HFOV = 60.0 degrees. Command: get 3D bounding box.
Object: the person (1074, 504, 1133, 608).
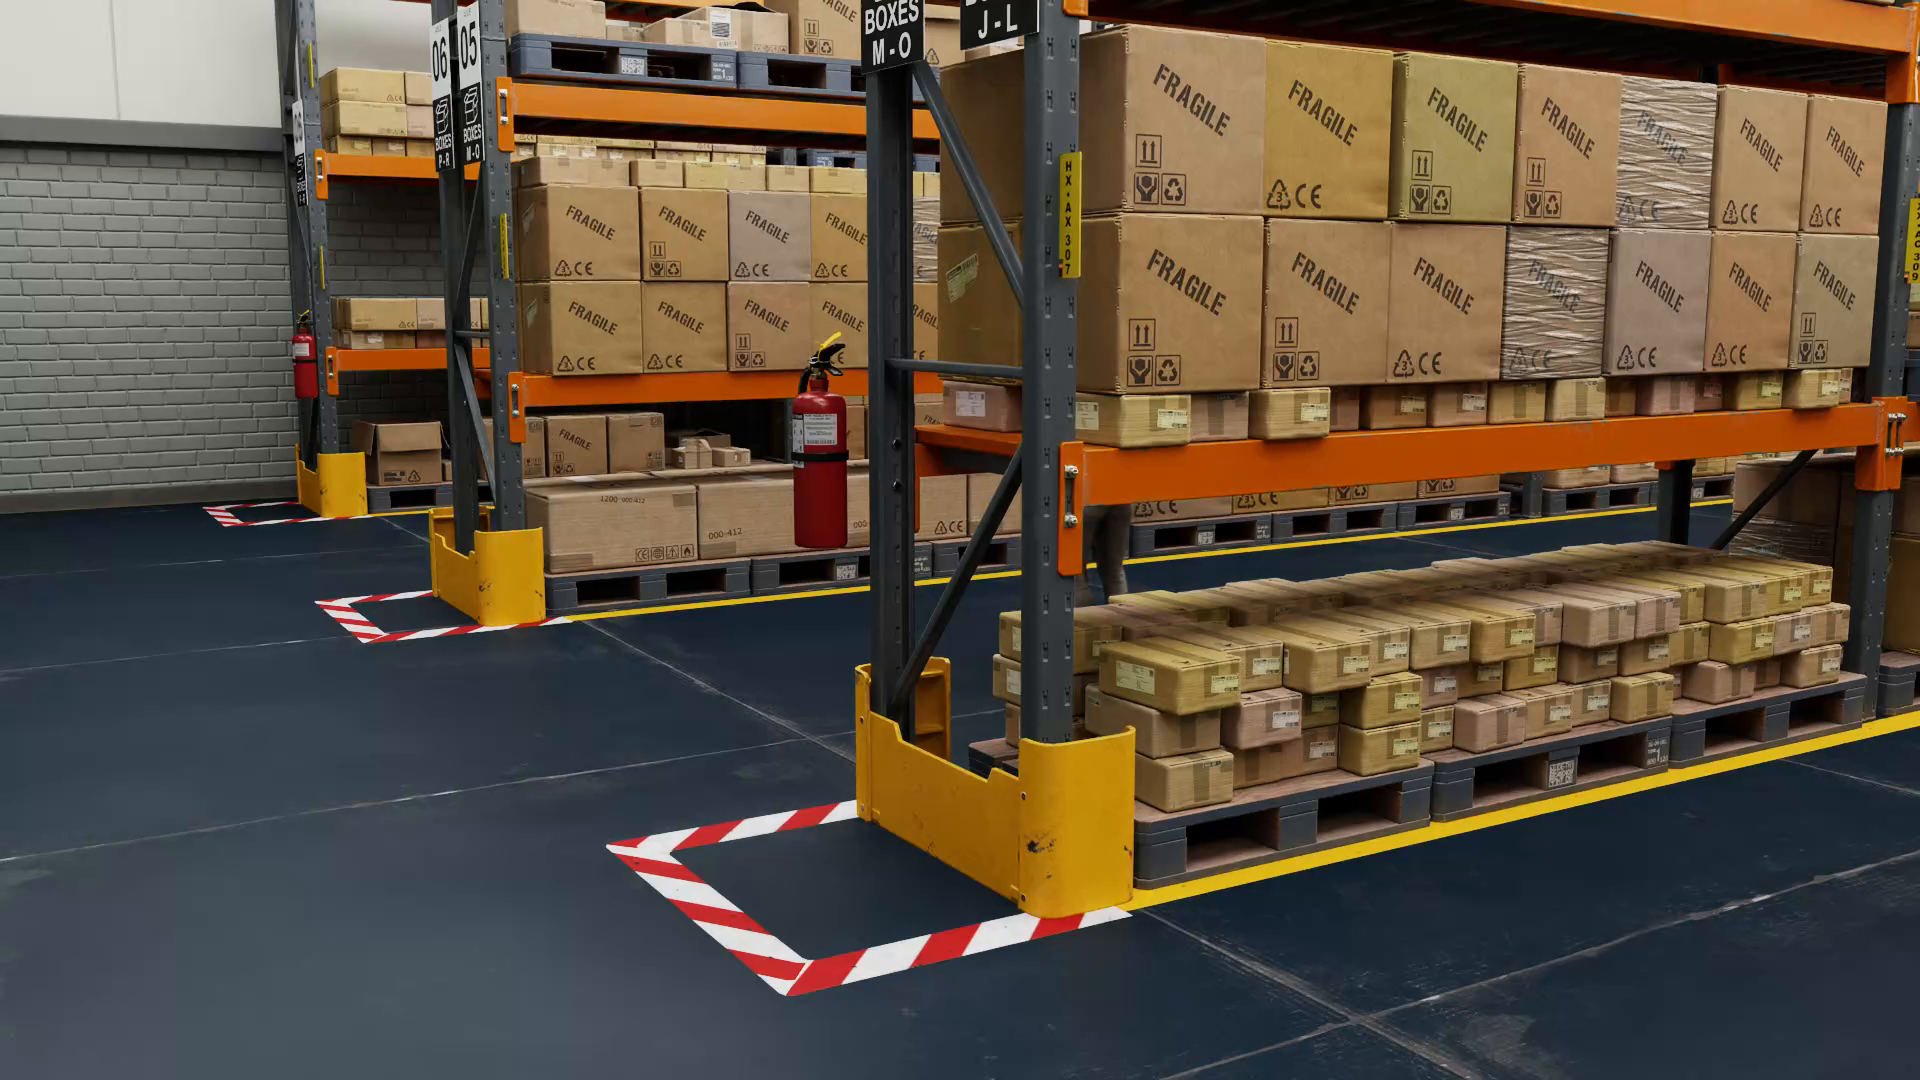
[{"bbox_3d":[0.584,-0.193,7.648,0.440,1.602,0.461,-5,10,-31],"label":"person"}]
